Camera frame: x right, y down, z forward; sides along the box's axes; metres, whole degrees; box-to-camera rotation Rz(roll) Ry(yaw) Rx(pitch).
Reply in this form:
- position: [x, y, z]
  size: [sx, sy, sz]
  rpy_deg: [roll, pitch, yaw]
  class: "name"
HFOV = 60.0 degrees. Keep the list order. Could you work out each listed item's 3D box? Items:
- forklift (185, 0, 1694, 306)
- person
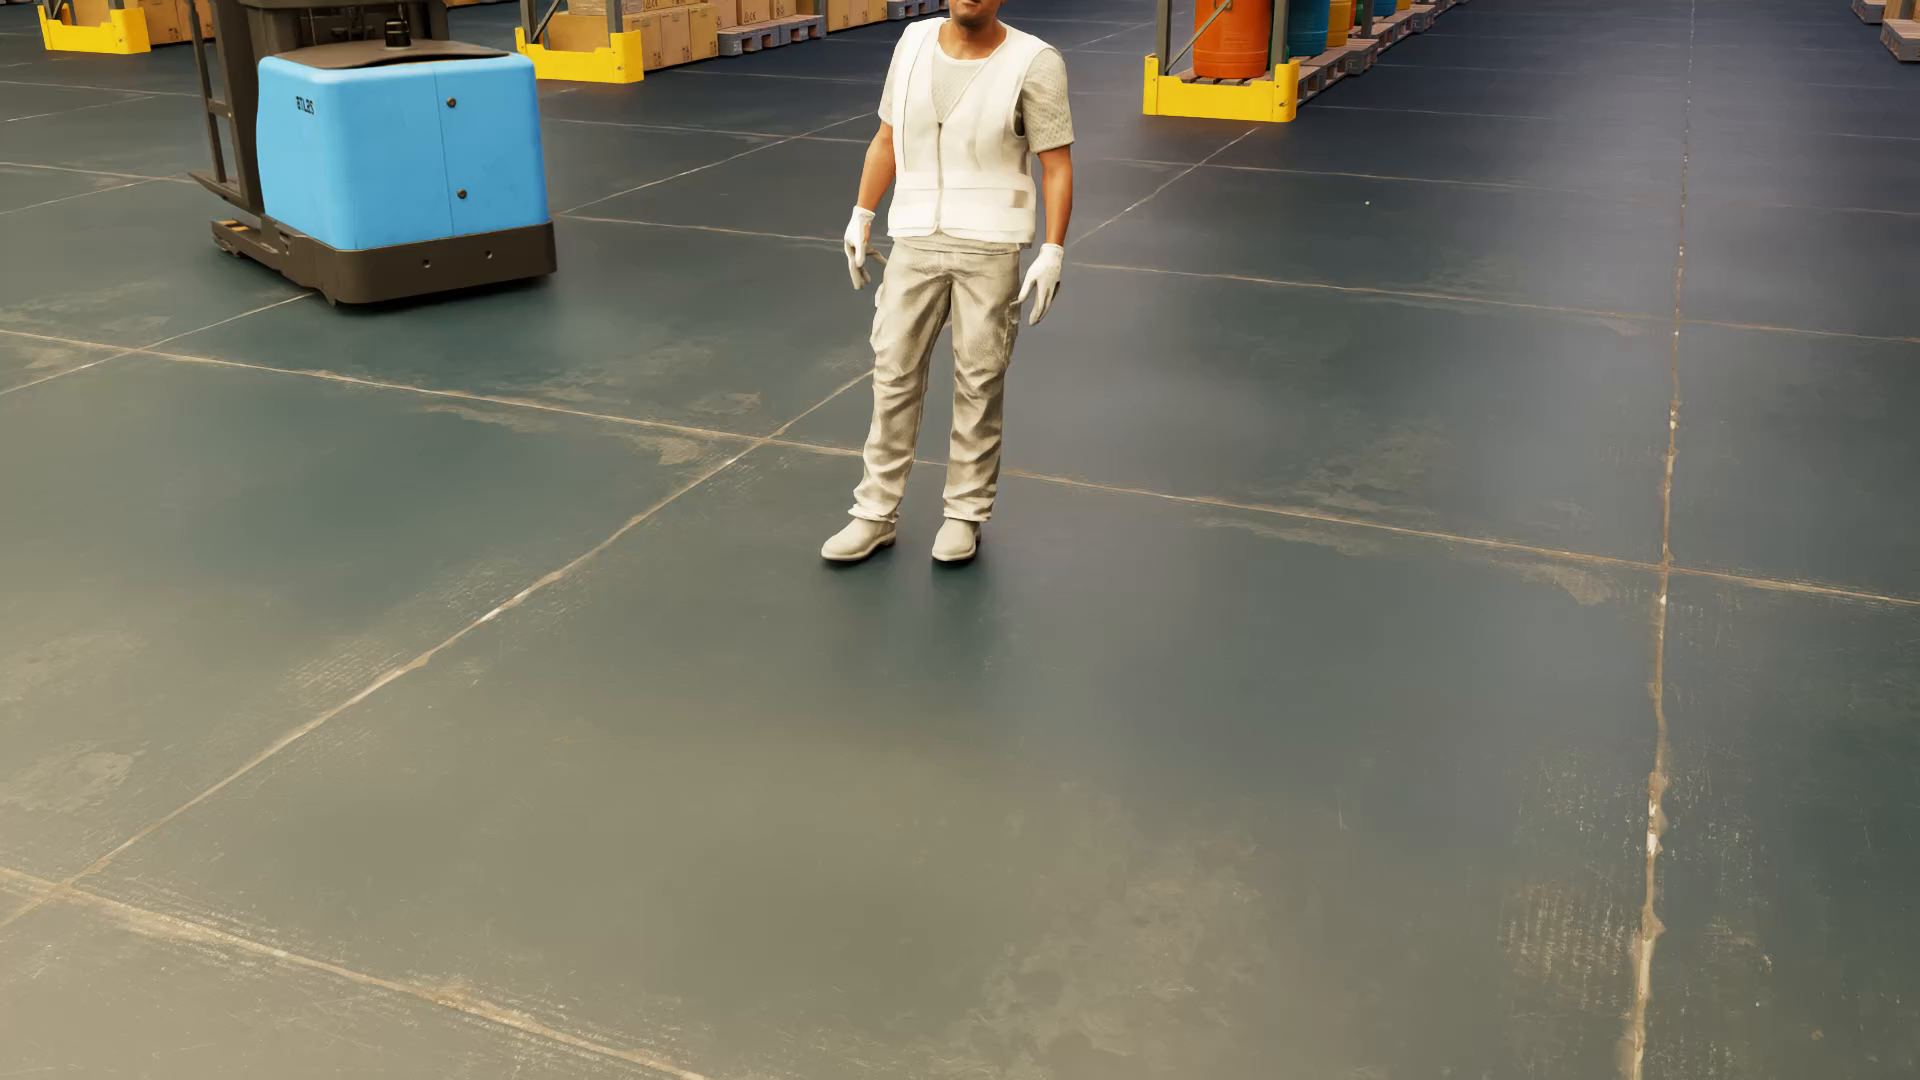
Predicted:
- position: [2.586, -6.863, 17.712]
  size: [23.089, 2.935, 11.713]
  rpy_deg: [-17, 28, -35]
  class: "forklift"
- position: [-0.039, -0.802, 4.681]
  size: [0.656, 1.782, 0.559]
  rpy_deg: [9, 24, 21]
  class: "person"
